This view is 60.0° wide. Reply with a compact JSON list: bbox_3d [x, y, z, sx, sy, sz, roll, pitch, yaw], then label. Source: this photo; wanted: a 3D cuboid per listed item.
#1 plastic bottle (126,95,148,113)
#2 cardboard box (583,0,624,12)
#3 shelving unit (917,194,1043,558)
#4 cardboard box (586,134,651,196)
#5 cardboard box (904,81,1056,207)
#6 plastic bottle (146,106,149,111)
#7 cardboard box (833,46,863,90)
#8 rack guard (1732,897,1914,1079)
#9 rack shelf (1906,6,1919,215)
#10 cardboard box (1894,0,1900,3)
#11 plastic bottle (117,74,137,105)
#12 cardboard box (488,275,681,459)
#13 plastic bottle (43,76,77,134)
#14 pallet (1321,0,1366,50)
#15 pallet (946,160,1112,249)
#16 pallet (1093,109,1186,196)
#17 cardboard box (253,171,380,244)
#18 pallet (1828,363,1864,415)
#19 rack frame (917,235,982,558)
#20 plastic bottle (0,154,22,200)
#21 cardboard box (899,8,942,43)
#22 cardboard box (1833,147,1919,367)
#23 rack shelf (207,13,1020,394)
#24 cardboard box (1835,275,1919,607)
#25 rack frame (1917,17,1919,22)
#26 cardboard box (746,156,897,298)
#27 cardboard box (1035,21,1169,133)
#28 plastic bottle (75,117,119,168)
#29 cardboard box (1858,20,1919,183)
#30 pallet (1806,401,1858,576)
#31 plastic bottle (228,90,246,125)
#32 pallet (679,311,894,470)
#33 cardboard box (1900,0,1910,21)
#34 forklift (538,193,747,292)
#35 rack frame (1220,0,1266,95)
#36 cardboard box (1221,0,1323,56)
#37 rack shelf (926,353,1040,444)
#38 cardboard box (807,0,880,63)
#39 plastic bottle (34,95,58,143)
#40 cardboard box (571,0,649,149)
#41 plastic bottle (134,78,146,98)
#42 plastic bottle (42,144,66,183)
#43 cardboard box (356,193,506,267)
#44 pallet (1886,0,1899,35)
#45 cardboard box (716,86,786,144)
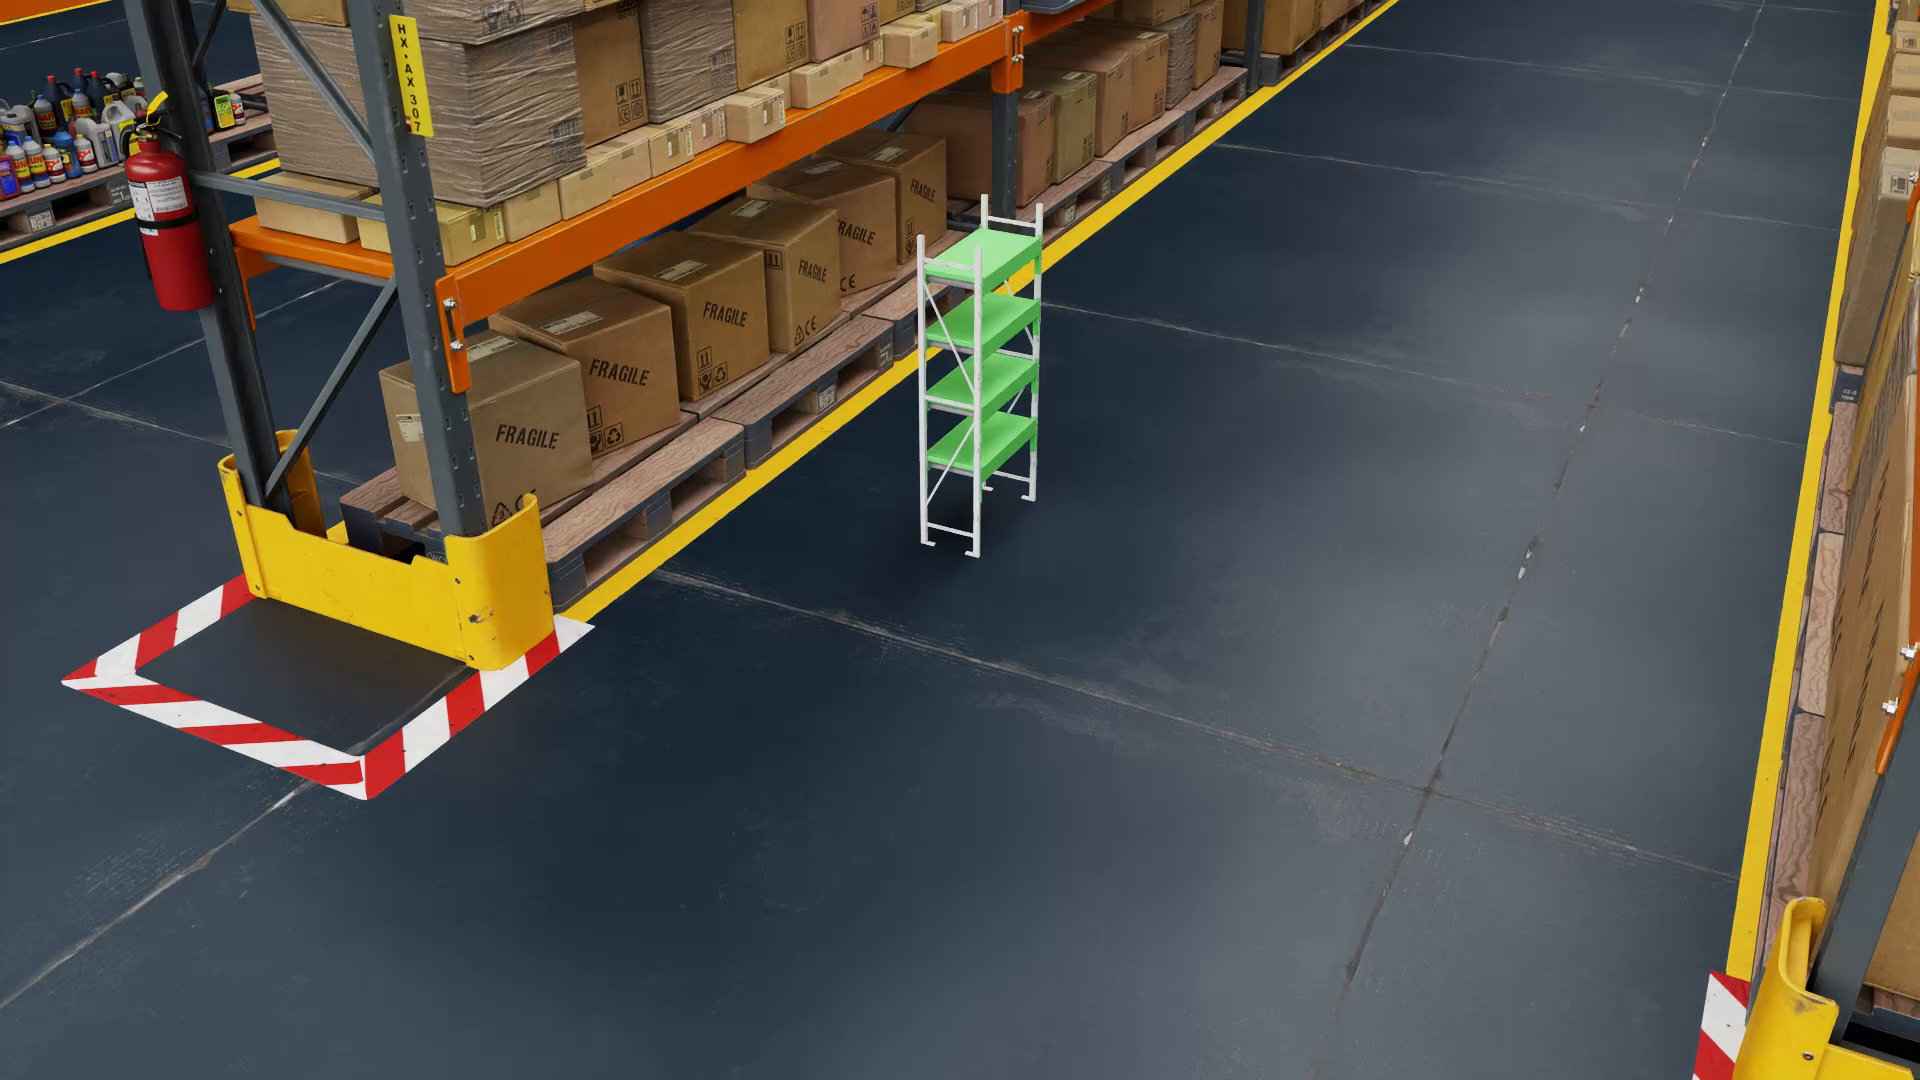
[{"bbox_3d":[-4.858,-2.524,9.926,0.152,0.276,0.135,14,33,23],"label":"plastic bottle"},{"bbox_3d":[-1.276,-2.039,5.385,0.500,0.500,0.500,14,33,23],"label":"cardboard box"},{"bbox_3d":[0.075,-0.594,6.079,0.258,1.200,0.503,14,33,23],"label":"shelving unit"},{"bbox_3d":[-1.308,-1.324,5.795,0.380,0.149,0.250,14,33,23],"label":"cardboard box"},{"bbox_3d":[0.117,-2.178,9.100,0.700,0.500,0.500,12,32,20],"label":"cardboard box"},{"bbox_3d":[-4.715,-2.534,9.869,0.144,0.351,0.185,13,32,21],"label":"plastic bottle"},{"bbox_3d":[-0.631,-1.990,6.956,0.380,0.149,0.250,14,33,23],"label":"cardboard box"},{"bbox_3d":[2.355,1.234,3.600,1.175,0.500,0.348,14,33,23],"label":"rack guard"},{"bbox_3d":[5.099,-2.209,7.807,1.077,0.370,4.000,14,33,23],"label":"rack shelf"},{"bbox_3d":[7.708,-4.378,13.302,0.380,0.149,0.250,15,33,24],"label":"cardboard box"},{"bbox_3d":[-5.154,-2.725,10.270,0.061,0.283,0.133,14,33,23],"label":"plastic bottle"},{"bbox_3d":[-1.462,-0.675,6.502,0.500,0.500,0.500,24,38,36],"label":"cardboard box"},{"bbox_3d":[-5.414,-2.623,10.023,0.144,0.351,0.185,13,32,21],"label":"plastic bottle"},{"bbox_3d":[2.624,-4.239,13.421,1.003,0.211,1.213,14,33,23],"label":"pallet"},{"bbox_3d":[0.172,-1.940,9.417,1.003,0.211,1.213,14,33,23],"label":"pallet"},{"bbox_3d":[0.727,-2.483,10.362,1.003,0.211,1.213,14,33,23],"label":"pallet"},{"bbox_3d":[-2.057,-1.095,5.397,0.380,0.149,0.250,14,33,23],"label":"cardboard box"},{"bbox_3d":[4.472,-0.784,7.404,1.003,0.211,1.213,14,33,23],"label":"pallet"},{"bbox_3d":[-0.036,-0.486,5.891,0.240,1.200,0.015,14,33,23],"label":"rack frame"},{"bbox_3d":[-5.190,-1.997,9.001,0.061,0.283,0.133,15,33,24],"label":"plastic bottle"},{"bbox_3d":[-0.307,-2.327,7.543,0.380,0.149,0.250,14,33,23],"label":"cardboard box"},{"bbox_3d":[4.391,-1.136,7.054,1.050,0.750,0.750,14,33,23],"label":"cardboard box"},{"bbox_3d":[-1.092,-1.606,6.756,1.077,0.370,4.000,14,33,23],"label":"rack shelf"},{"bbox_3d":[3.432,-0.232,5.353,0.875,0.875,0.875,15,33,24],"label":"cardboard box"},{"bbox_3d":[6.010,-3.407,9.172,1.000,3.000,0.127,14,33,23],"label":"rack frame"},{"bbox_3d":[-0.653,-1.478,7.901,0.500,0.500,0.500,-26,39,-37],"label":"cardboard box"},{"bbox_3d":[0.860,-2.881,10.323,0.700,0.500,0.500,17,34,27],"label":"cardboard box"},{"bbox_3d":[-4.939,-2.287,9.514,0.152,0.276,0.135,15,33,24],"label":"plastic bottle"},{"bbox_3d":[5.653,-2.364,9.193,1.050,0.750,0.750,14,33,23],"label":"cardboard box"},{"bbox_3d":[3.772,-0.106,6.222,1.003,0.211,1.213,14,33,23],"label":"pallet"},{"bbox_3d":[-4.478,-2.674,10.262,0.097,0.201,0.097,0,30,0],"label":"plastic bottle"},{"bbox_3d":[-1.010,-0.746,7.338,1.003,0.211,1.213,14,33,23],"label":"pallet"},{"bbox_3d":[6.544,-3.324,11.115,0.500,0.500,0.500,13,32,21],"label":"cardboard box"},{"bbox_3d":[-1.602,-3.153,8.797,1.130,2.935,3.031,8,31,13],"label":"forklift"},{"bbox_3d":[1.641,-4.577,11.209,1.000,3.000,0.127,14,33,23],"label":"rack frame"},{"bbox_3d":[1.974,-4.139,12.158,1.225,0.875,0.875,13,32,21],"label":"cardboard box"},{"bbox_3d":[0.075,-0.538,6.111,0.258,0.148,0.480,14,33,23],"label":"rack shelf"},{"bbox_3d":[-0.839,-2.333,6.901,0.875,0.500,0.500,14,33,23],"label":"cardboard box"},{"bbox_3d":[-5.447,-2.514,9.914,0.097,0.271,0.097,0,30,0],"label":"plastic bottle"},{"bbox_3d":[-1.608,-1.690,5.781,0.875,0.500,0.500,14,33,23],"label":"cardboard box"},{"bbox_3d":[-5.172,-2.818,10.514,0.097,0.201,0.097,0,30,0],"label":"plastic bottle"},{"bbox_3d":[-5.063,-2.105,9.272,0.097,0.201,0.097,0,30,0],"label":"plastic bottle"},{"bbox_3d":[-1.662,-0.994,5.222,0.380,0.149,0.250,14,33,23],"label":"cardboard box"},{"bbox_3d":[8.107,-4.277,13.486,1.003,0.211,1.213,14,33,23],"label":"pallet"},{"bbox_3d":[-0.892,-1.637,6.341,0.380,0.149,0.250,14,33,23],"label":"cardboard box"}]
